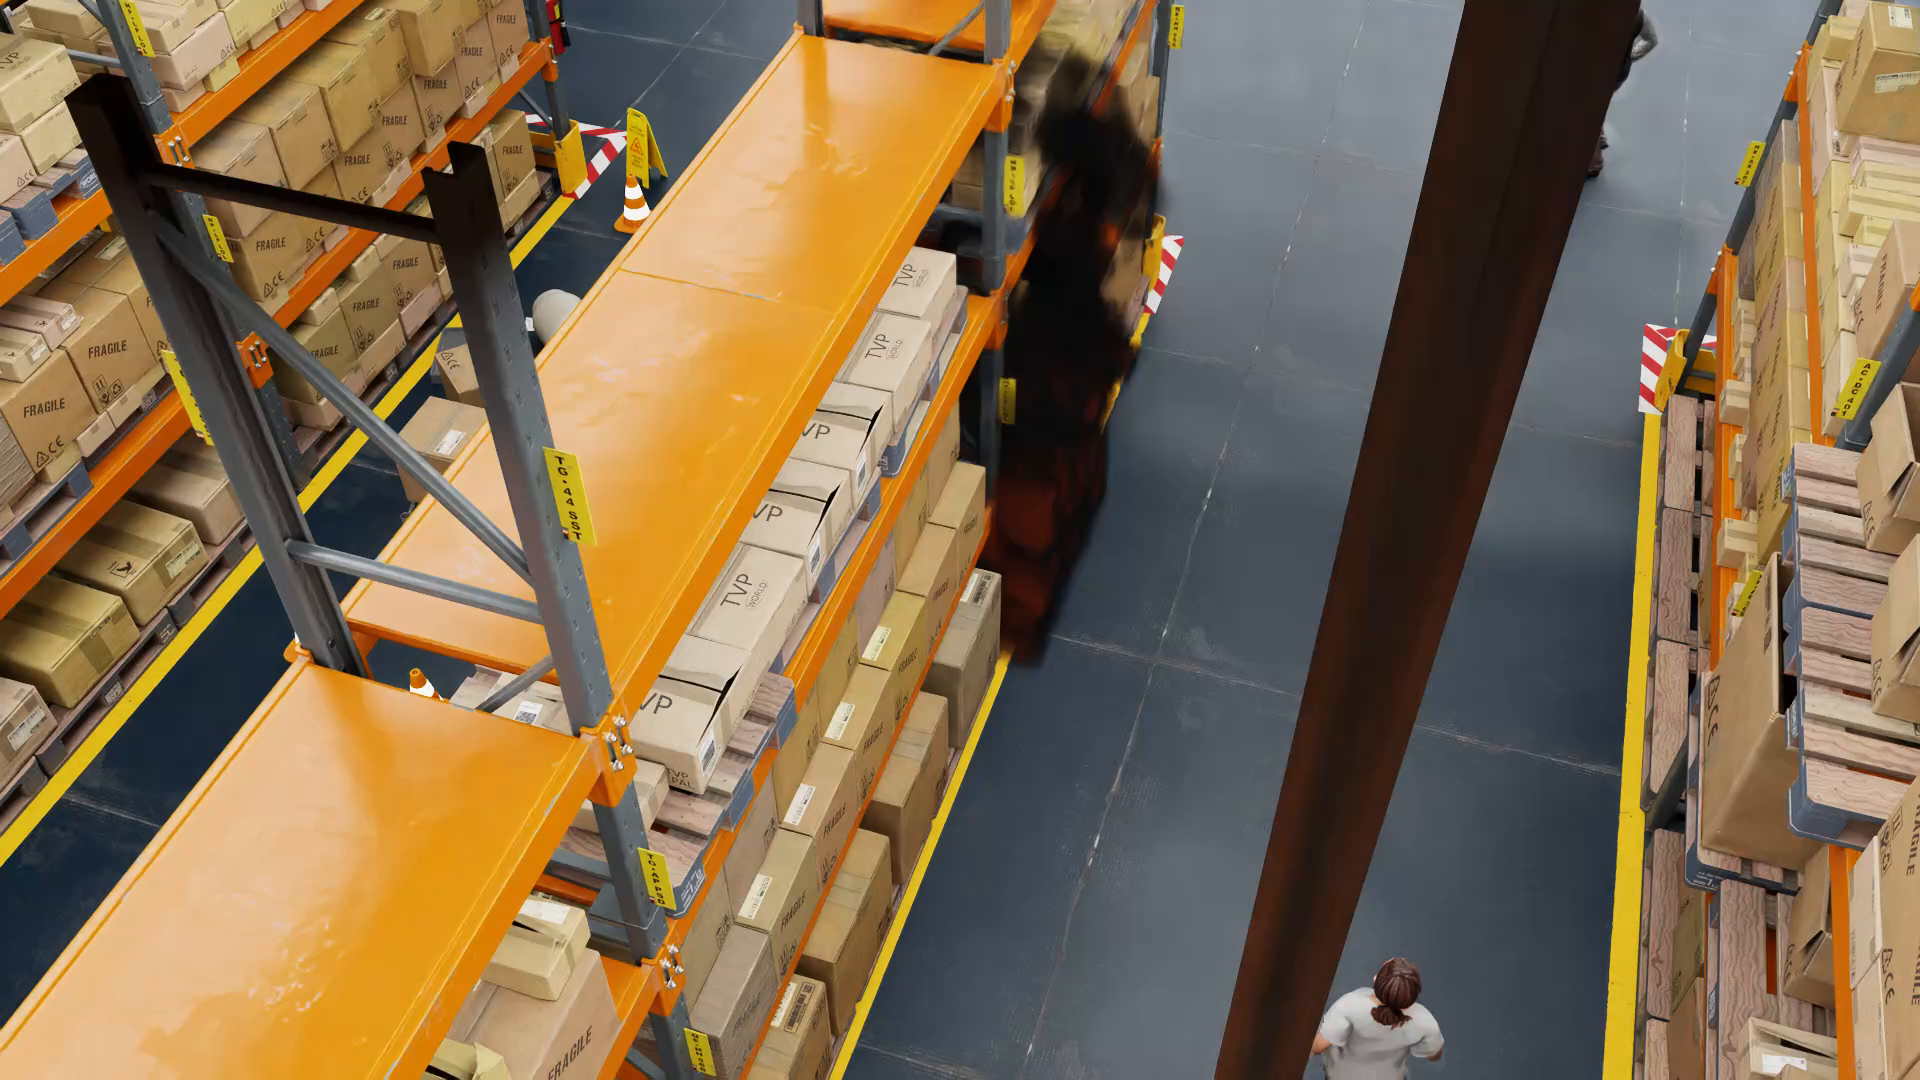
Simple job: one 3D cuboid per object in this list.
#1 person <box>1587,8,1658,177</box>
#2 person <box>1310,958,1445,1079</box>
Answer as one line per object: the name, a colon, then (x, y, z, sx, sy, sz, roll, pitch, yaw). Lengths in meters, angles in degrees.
person: (5.224, -3.836, 13.691, 0.639, 1.691, 0.645, -24, 50, -21)
person: (1.763, 2.344, 7.298, 0.577, 1.662, 0.825, 10, 46, 10)
